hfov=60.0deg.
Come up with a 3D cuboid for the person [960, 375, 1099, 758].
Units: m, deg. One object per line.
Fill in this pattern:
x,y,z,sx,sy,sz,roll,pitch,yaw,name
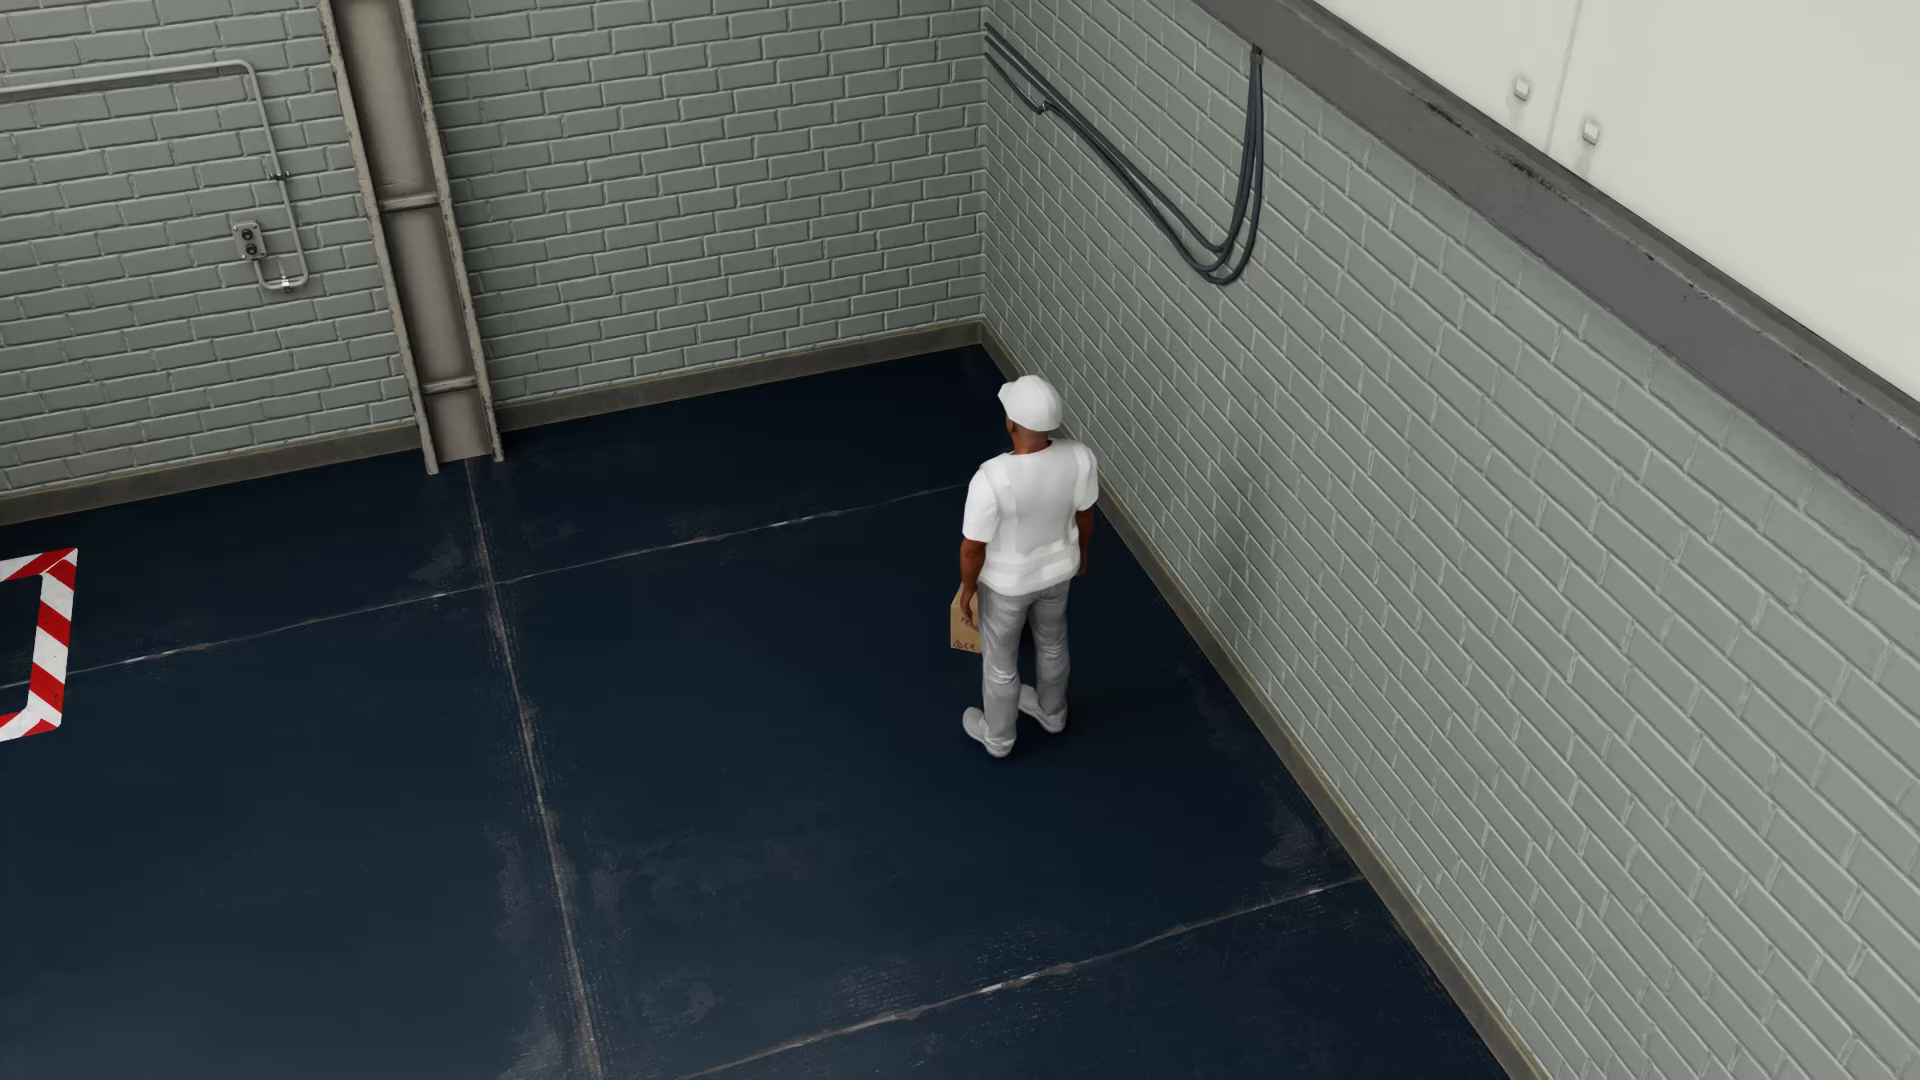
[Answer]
0.252,0.102,6.590,0.597,1.771,0.388,-16,40,-20,person
